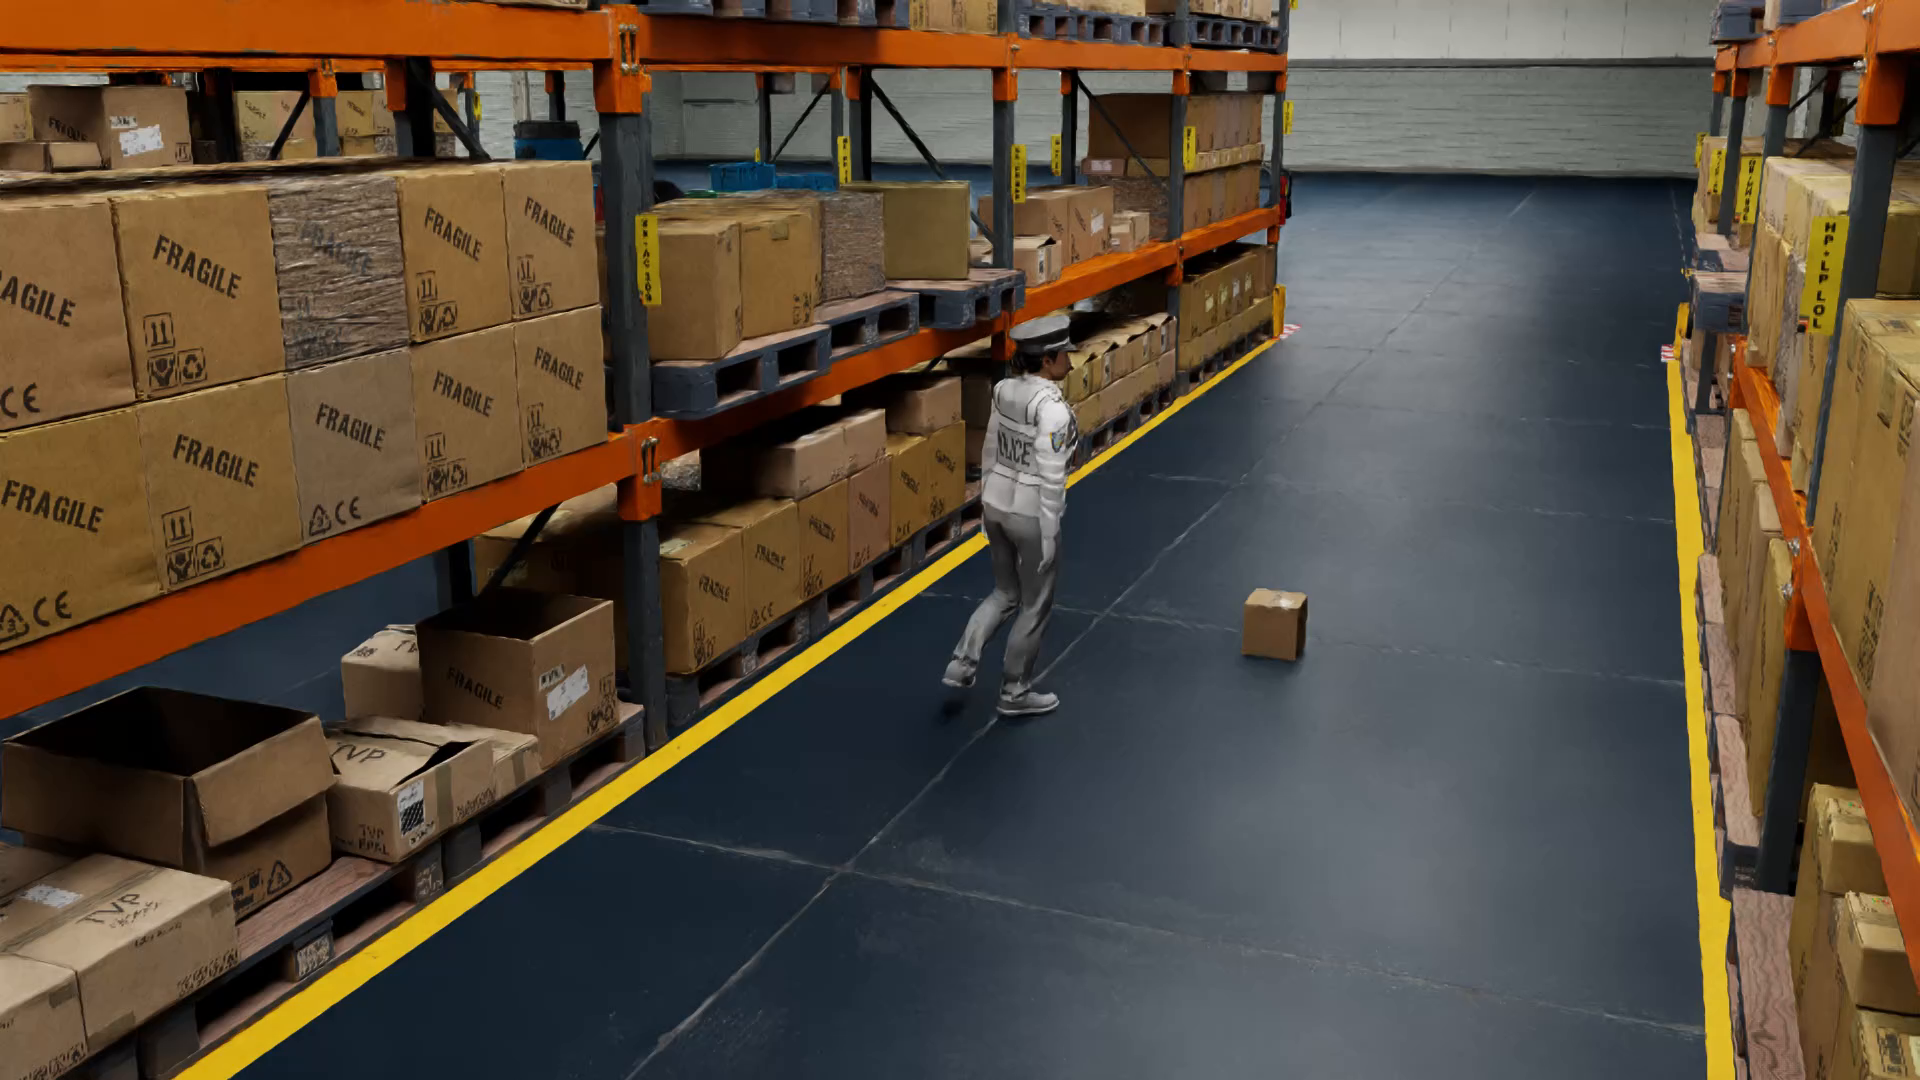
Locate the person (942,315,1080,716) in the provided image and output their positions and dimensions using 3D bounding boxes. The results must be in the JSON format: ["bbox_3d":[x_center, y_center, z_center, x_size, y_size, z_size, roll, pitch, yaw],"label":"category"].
[{"bbox_3d":[0.215,-0.077,6.770,0.502,1.670,0.522,-10,18,-32],"label":"person"}]
